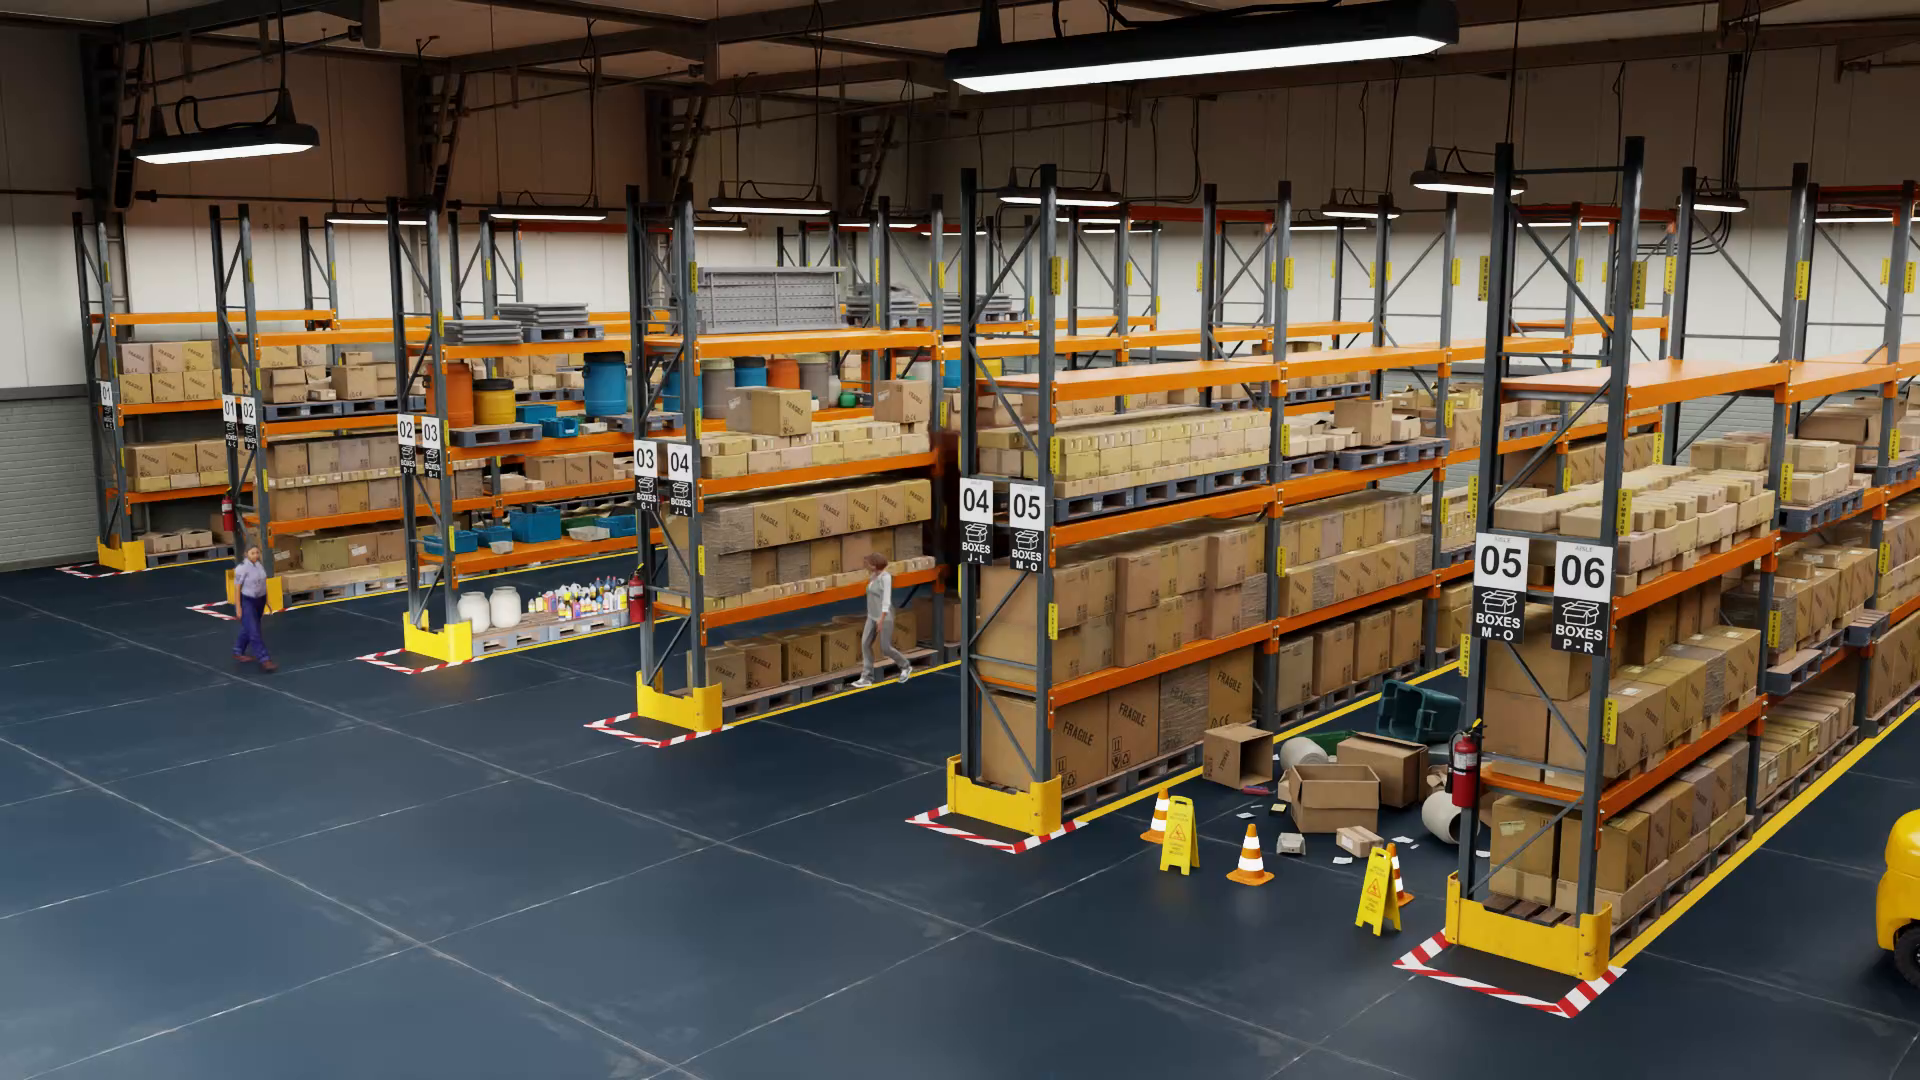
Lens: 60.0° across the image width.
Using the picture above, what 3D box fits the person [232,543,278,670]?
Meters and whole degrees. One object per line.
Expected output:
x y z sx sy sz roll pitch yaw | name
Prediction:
-9.079 0.826 21.338 0.967 1.591 0.510 4 10 22 | person

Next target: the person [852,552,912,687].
-0.934 0.933 19.308 0.787 1.508 0.420 -7 12 -37 | person
